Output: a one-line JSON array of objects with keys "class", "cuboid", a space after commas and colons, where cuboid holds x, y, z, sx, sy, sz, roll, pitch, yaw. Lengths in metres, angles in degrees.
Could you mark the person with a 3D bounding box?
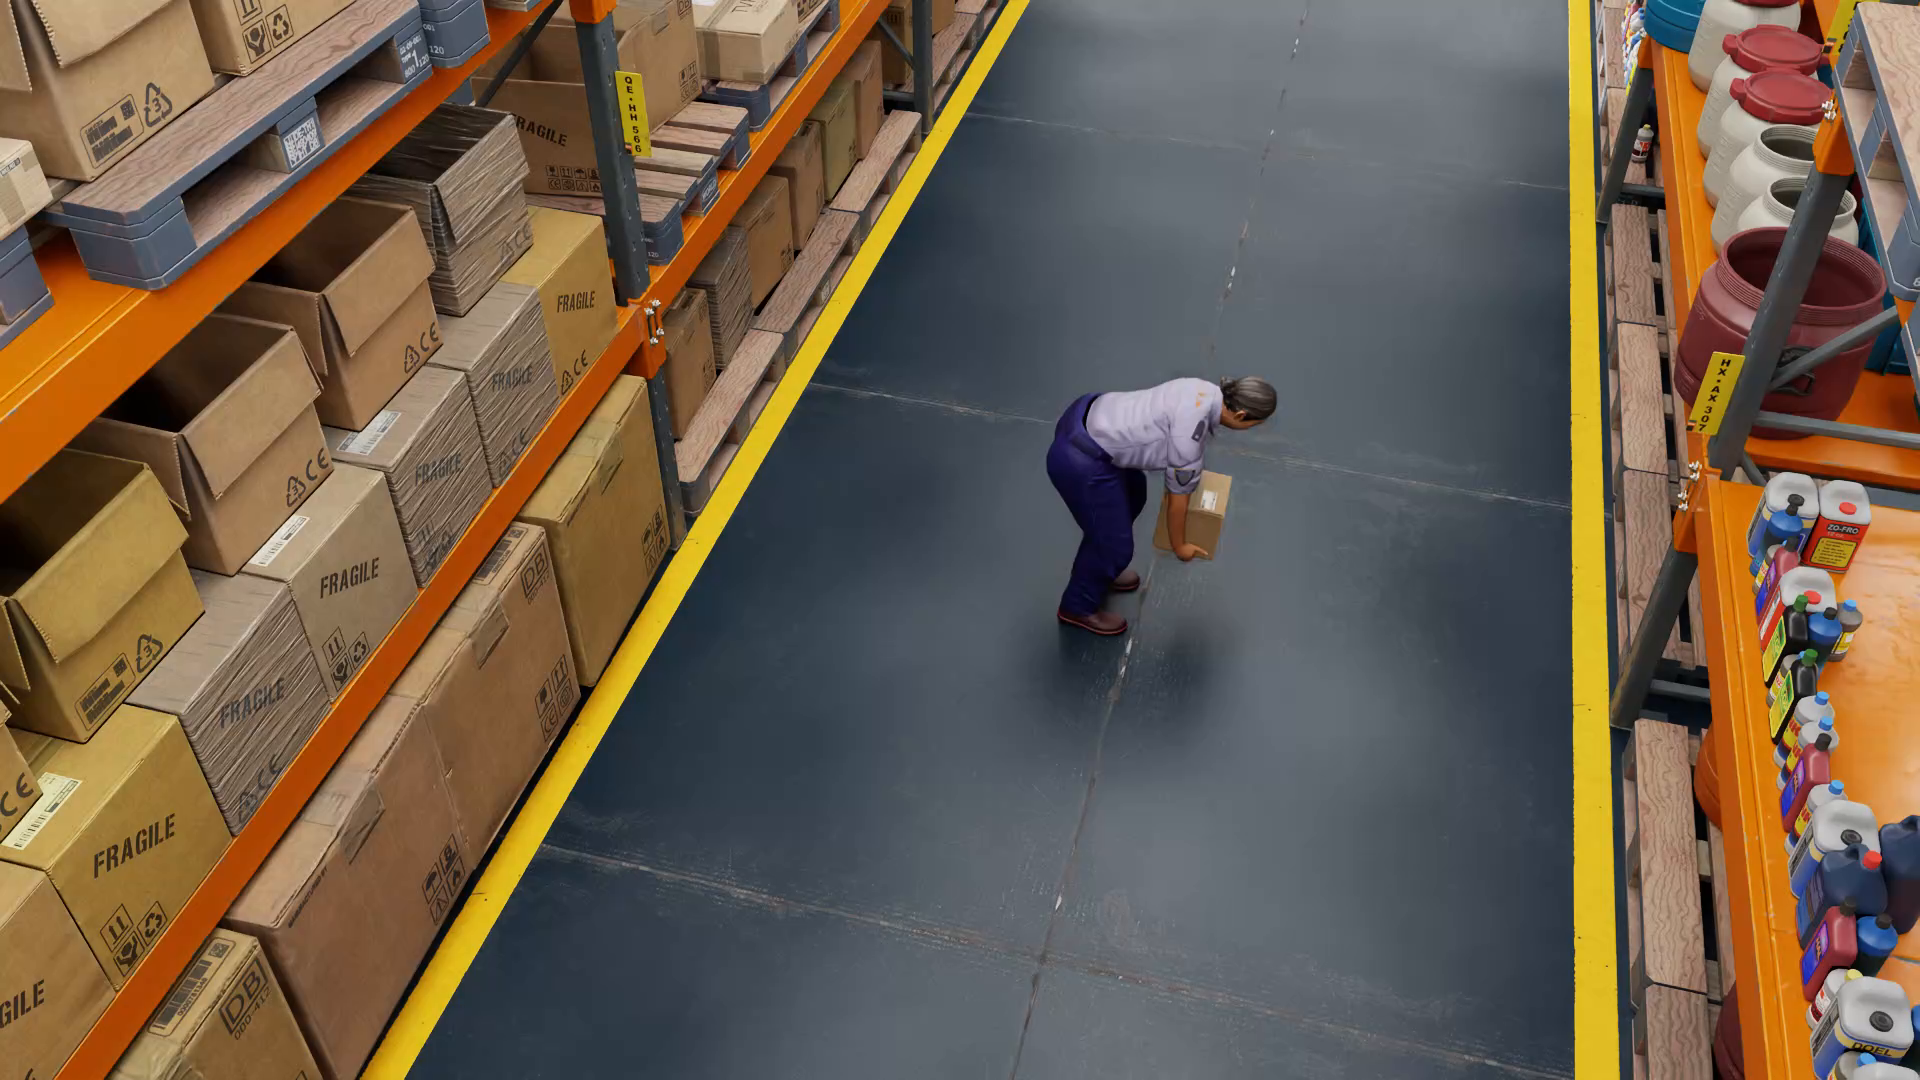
[{"class": "person", "cuboid": [0.683, -0.162, 6.716, 0.660, 1.179, 0.459, 9, 42, 10]}]
